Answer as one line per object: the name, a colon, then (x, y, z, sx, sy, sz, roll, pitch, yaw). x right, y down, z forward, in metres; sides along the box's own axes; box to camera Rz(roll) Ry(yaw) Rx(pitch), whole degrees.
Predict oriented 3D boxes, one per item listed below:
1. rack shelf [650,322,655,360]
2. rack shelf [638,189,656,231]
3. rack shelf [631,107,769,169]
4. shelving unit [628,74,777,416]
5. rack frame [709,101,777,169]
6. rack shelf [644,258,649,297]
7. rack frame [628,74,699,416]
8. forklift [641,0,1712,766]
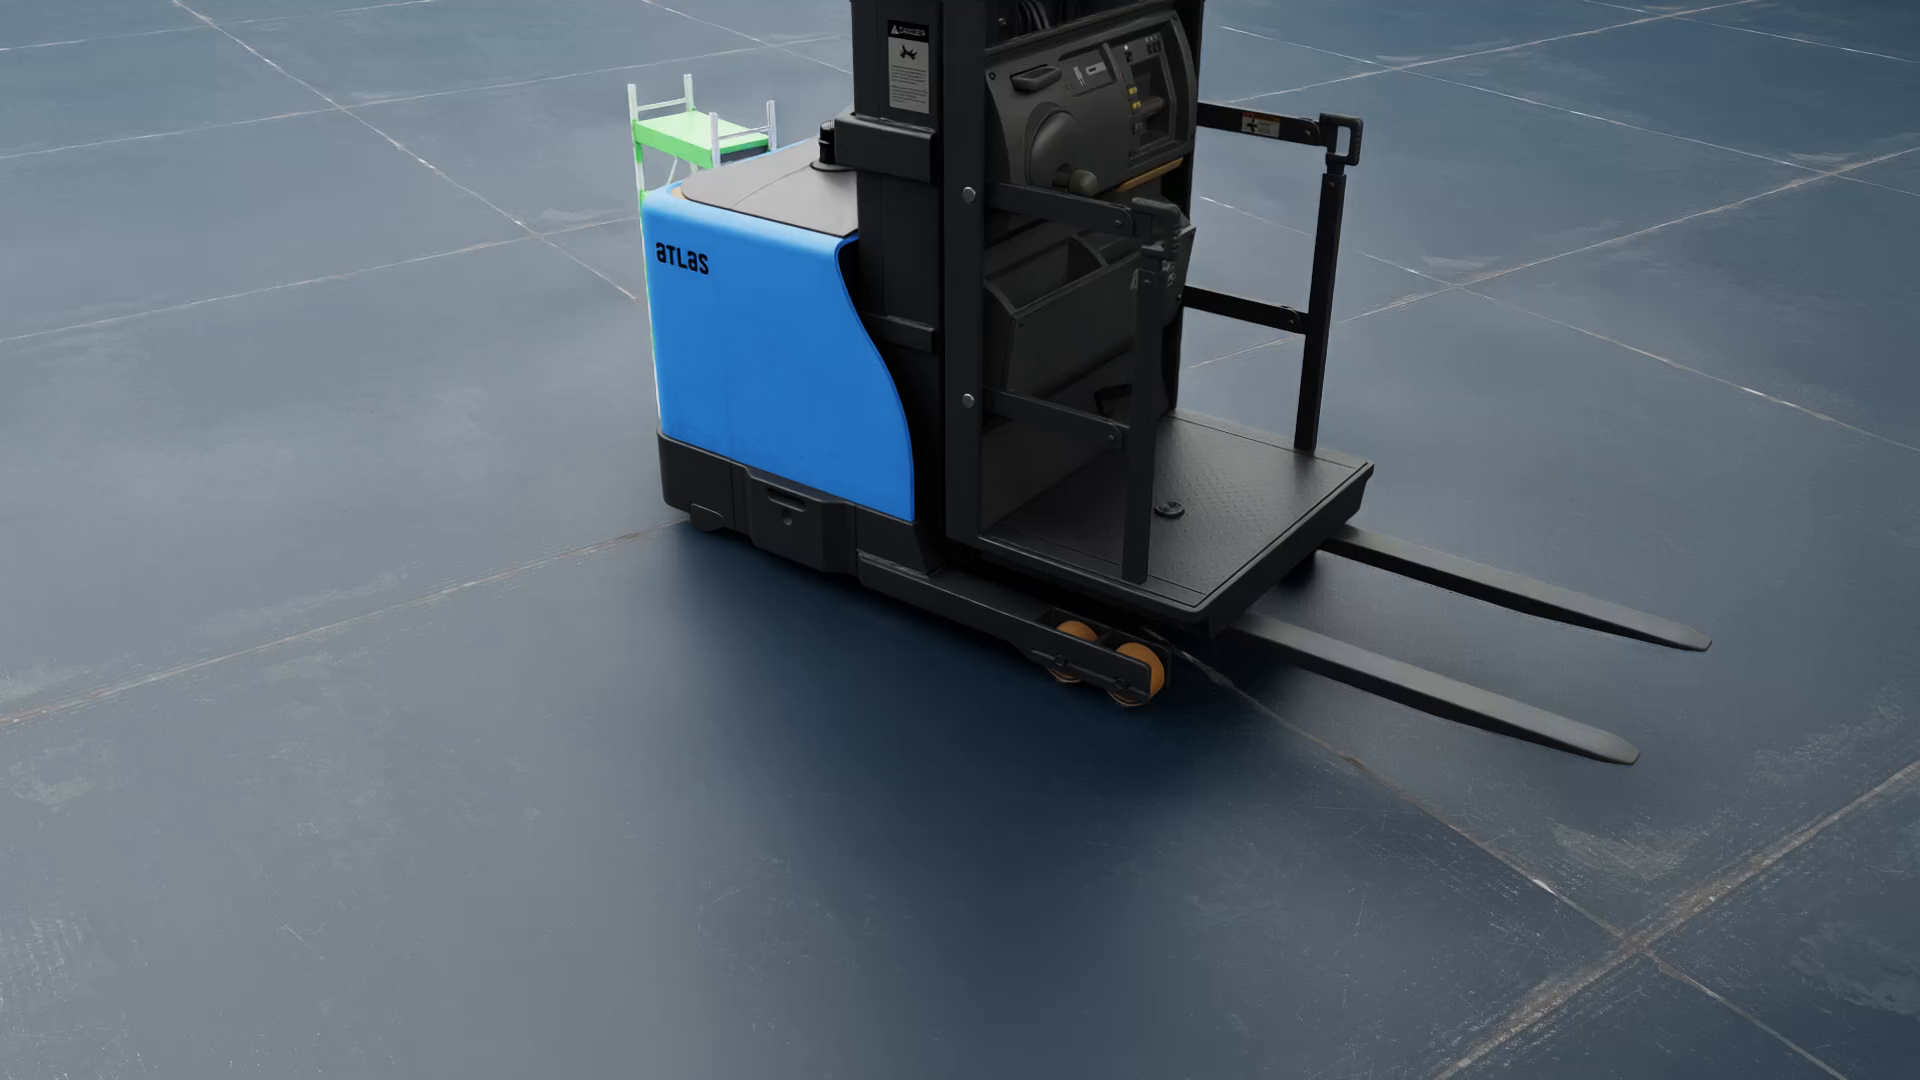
rack shelf: (-0.848, -0.662, 5.849, 0.258, 0.148, 0.480, -22, 36, -35)
rack shelf: (-0.848, -1.084, 5.620, 0.258, 0.148, 0.480, -22, 36, -35)
rack shelf: (-0.848, -1.295, 5.505, 0.258, 0.148, 0.480, -22, 36, -35)
shelving unit: (-0.848, -0.929, 5.704, 0.258, 1.200, 0.503, -22, 36, -35)
rack frame: (-0.688, -0.841, 5.541, 0.240, 1.200, 0.015, -22, 36, -35)
rack shelf: (-0.848, -0.873, 5.734, 0.258, 0.148, 0.480, -22, 36, -35)
rack frame: (-1.007, -1.017, 5.866, 0.240, 1.200, 0.015, -22, 36, -35)
forklift: (0.530, -1.132, 4.264, 3.031, 2.935, 1.130, 19, 34, 31)
